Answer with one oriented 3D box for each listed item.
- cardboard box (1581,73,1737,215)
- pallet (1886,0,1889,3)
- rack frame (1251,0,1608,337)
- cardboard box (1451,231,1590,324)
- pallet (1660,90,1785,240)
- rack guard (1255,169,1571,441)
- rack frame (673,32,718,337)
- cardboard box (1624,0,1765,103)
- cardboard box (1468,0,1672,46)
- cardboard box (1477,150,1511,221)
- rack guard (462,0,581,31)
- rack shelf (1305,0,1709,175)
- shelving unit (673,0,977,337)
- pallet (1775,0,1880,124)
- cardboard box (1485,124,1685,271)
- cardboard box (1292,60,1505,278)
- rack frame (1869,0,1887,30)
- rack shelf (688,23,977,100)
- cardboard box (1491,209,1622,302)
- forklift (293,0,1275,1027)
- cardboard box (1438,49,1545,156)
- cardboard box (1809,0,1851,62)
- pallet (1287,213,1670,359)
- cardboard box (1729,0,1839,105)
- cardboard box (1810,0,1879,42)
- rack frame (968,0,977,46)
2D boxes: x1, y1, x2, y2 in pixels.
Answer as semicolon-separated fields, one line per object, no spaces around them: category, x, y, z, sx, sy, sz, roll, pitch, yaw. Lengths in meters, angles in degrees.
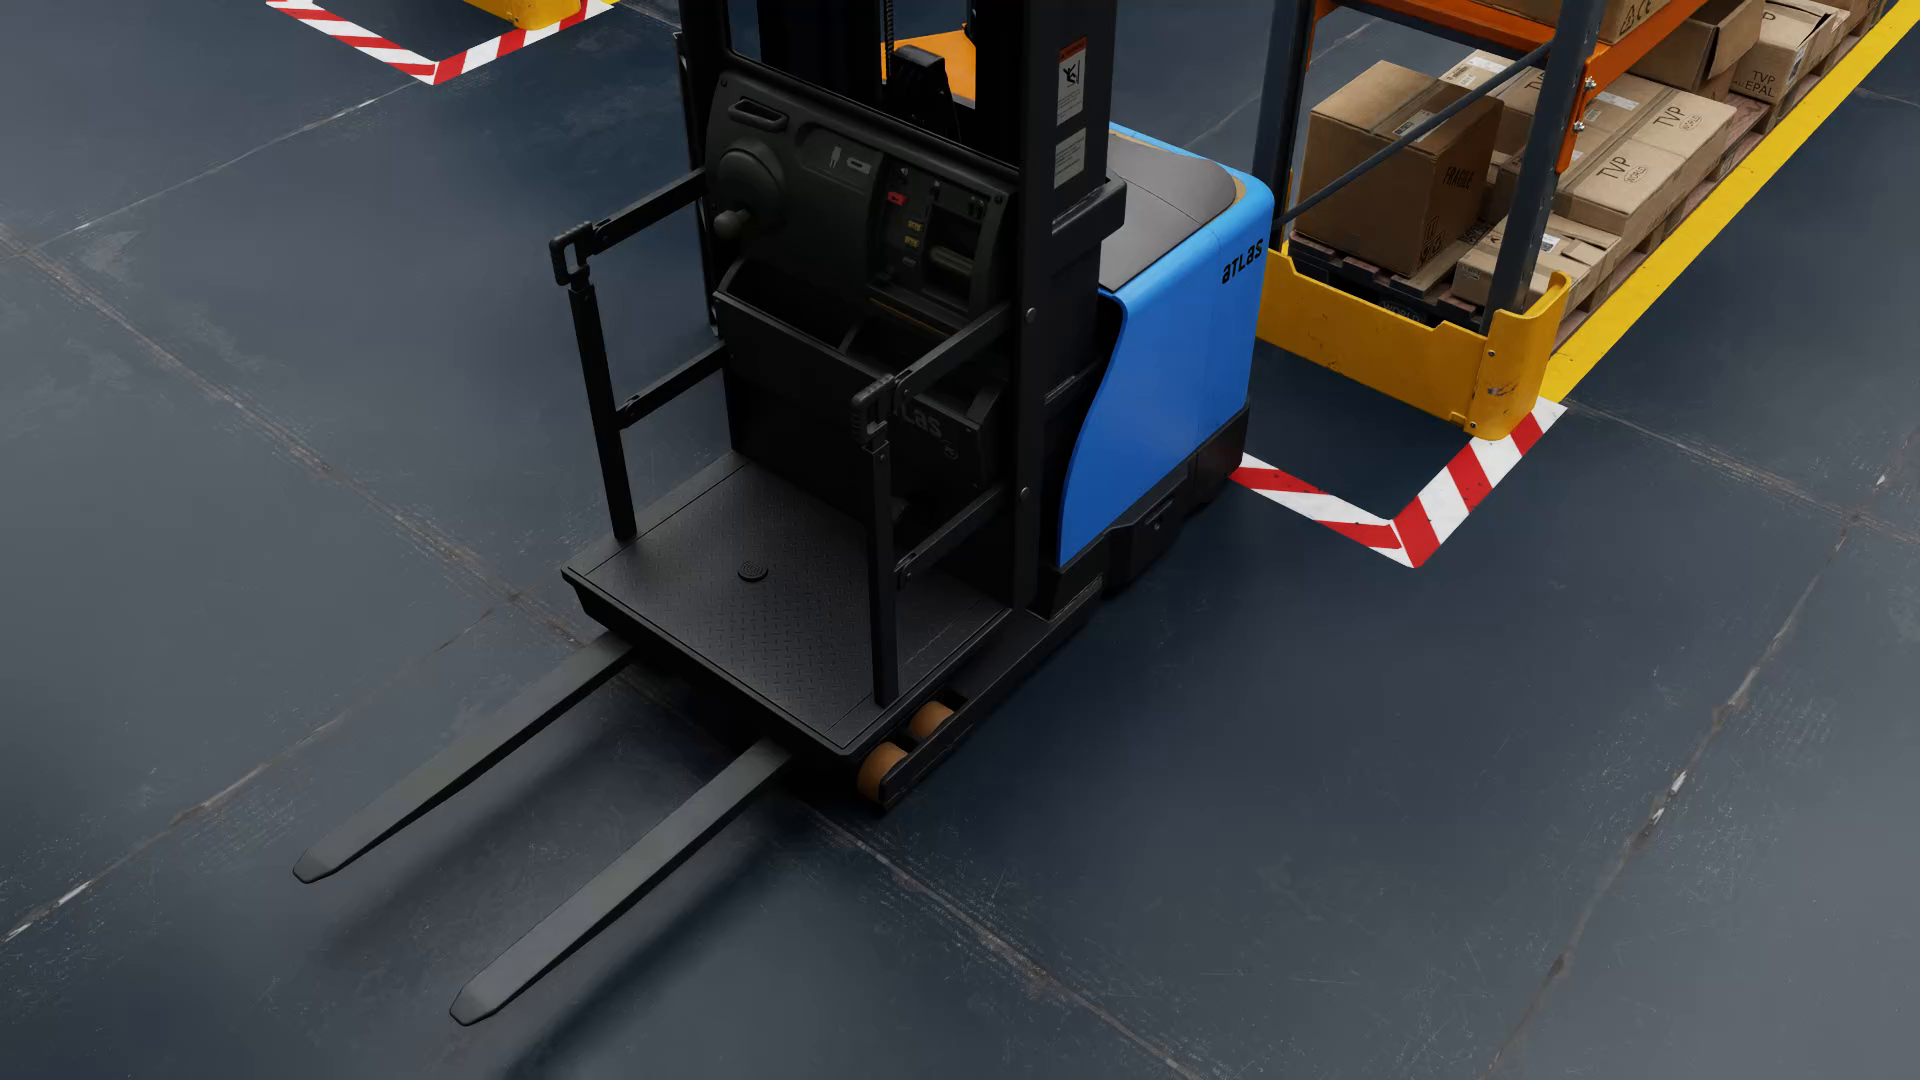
cardboard box;2.632;-1.546;6.437;0.500;0.250;0.500;29;50;28
pallet;4.491;-3.192;8.603;1.003;0.211;1.213;29;50;28
rack frame;1.422;-1.729;4.921;1.000;3.000;0.127;29;50;28
cardboard box;1.954;-0.903;5.806;0.380;0.149;0.250;29;50;28
pallet;2.768;-1.772;7.042;1.003;0.211;1.213;29;50;28
rack guard;1.471;-0.843;5.805;1.175;0.500;0.348;29;50;28
rack frame;-0.830;-1.071;5.592;0.032;1.125;0.500;-14;44;-15
cardboard box;2.791;-2.058;6.812;0.797;0.503;0.637;29;50;28
cardboard box;1.909;-1.880;5.013;0.500;0.500;0.500;31;50;29
cardboard box;1.913;-1.399;6.338;0.380;0.166;0.250;29;50;28
rack guard;-2.373;-2.932;8.103;1.175;0.500;0.348;29;50;28
rack shelf;2.709;-2.492;6.296;1.077;0.370;4.000;29;50;28
shelving unit;-0.352;-1.188;5.721;1.048;1.125;0.538;-14;44;-15
pallet;3.553;-2.403;7.736;1.003;0.211;1.213;29;50;28
cardboard box;2.311;-1.289;6.154;0.500;0.250;0.500;29;50;28
cardboard box;1.583;-1.353;6.039;0.500;0.500;0.500;29;50;28
rack frame;3.996;-3.788;7.187;1.000;3.000;0.127;29;50;28
rack shelf;-0.352;-1.405;5.524;1.000;0.278;0.538;-14;44;-15
cardboard box;2.115;-1.039;5.942;0.380;0.166;0.250;29;50;28
forklift;-0.401;-0.758;3.905;1.130;2.935;3.031;29;50;28
cardboard box;2.217;-1.737;6.647;0.500;0.250;0.500;29;50;28
cardboard box;3.651;-2.261;7.299;0.380;0.149;0.250;29;50;28
pallet;1.983;-1.147;6.355;1.003;0.211;1.213;29;50;28
cardboard box;3.364;-2.154;7.061;0.500;0.311;0.500;29;50;28
cardboard box;3.846;-2.610;7.422;0.500;0.500;0.500;29;50;28
rack frame;0.125;-1.305;5.849;0.032;1.125;0.500;-14;44;-15
